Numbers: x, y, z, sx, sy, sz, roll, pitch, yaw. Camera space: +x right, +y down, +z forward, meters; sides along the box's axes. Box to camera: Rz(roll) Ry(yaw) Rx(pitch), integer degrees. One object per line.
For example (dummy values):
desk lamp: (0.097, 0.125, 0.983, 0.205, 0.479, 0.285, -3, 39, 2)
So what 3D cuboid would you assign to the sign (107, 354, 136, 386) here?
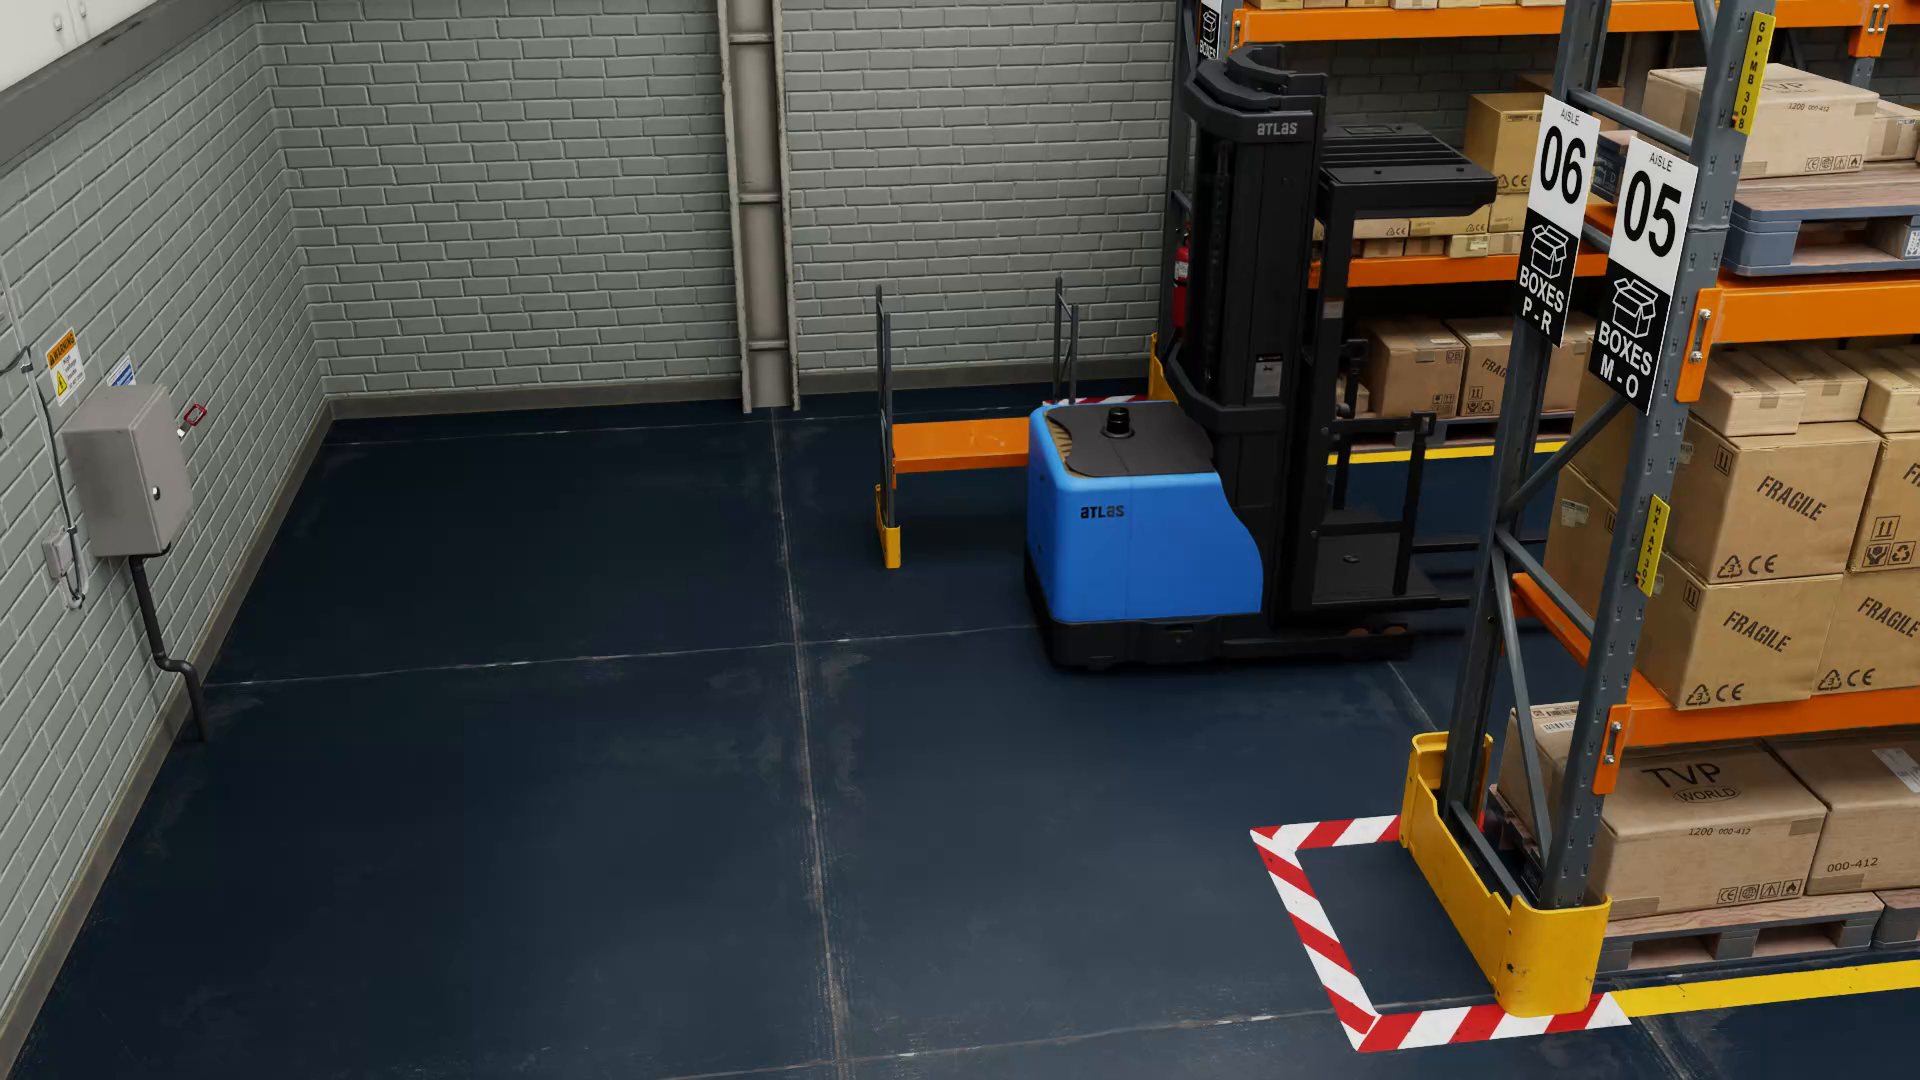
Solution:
sign: (-3.831, -0.569, 7.677, 0.001, 0.494, 0.329, -4, 27, -7)

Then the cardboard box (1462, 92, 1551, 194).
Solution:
cardboard box: (3.448, -2.457, 10.270, 0.500, 0.500, 0.500, -3, 27, -6)

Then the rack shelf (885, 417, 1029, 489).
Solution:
rack shelf: (0.084, -0.513, 9.500, 1.000, 0.185, 0.538, -4, 27, -7)

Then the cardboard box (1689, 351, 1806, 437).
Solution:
cardboard box: (2.561, -0.487, 5.498, 0.250, 0.149, 0.380, -3, 27, -6)

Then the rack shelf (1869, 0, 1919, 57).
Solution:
rack shelf: (7.418, -3.451, 10.693, 4.000, 0.370, 1.077, -4, 27, -7)

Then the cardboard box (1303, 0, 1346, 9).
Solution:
cardboard box: (2.080, -3.222, 9.732, 0.250, 0.149, 0.380, -3, 27, -6)

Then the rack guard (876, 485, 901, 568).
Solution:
rack guard: (-0.418, -0.084, 9.641, 0.087, 0.250, 0.587, -4, 27, -7)

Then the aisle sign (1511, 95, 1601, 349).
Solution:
aisle sign: (2.057, -1.104, 5.767, 0.004, 0.787, 0.394, -4, 27, -7)

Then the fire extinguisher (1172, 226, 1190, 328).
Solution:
fire extinguisher: (1.395, -1.636, 10.147, 0.183, 0.674, 0.296, -4, 27, -7)

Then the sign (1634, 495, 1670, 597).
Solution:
sign: (2.243, 0.019, 5.391, 0.005, 0.325, 0.100, -4, 27, -7)

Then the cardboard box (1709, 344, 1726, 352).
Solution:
cardboard box: (2.499, -0.703, 5.918, 0.250, 0.149, 0.380, -3, 27, -6)

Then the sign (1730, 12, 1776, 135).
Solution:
sign: (2.243, -1.319, 4.705, 0.005, 0.325, 0.100, -4, 27, -7)

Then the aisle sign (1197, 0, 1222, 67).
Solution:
aisle sign: (1.449, -3.075, 9.609, 0.004, 0.787, 0.394, -4, 27, -7)

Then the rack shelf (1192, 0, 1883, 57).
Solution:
rack shelf: (3.457, -3.197, 10.197, 4.000, 0.370, 1.077, -4, 27, -7)

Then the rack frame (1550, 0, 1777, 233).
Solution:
rack frame: (2.171, -2.481, 4.727, 0.127, 3.000, 1.000, -4, 27, -7)

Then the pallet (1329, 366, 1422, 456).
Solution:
pallet: (2.341, -0.870, 11.215, 1.213, 0.211, 1.003, -4, 27, -7)

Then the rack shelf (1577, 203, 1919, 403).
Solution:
rack shelf: (4.152, -0.953, 5.824, 4.000, 0.370, 1.077, -4, 27, -7)

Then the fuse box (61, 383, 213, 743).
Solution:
fuse box: (-3.557, 0.172, 7.540, 0.414, 1.711, 0.539, -4, 27, -7)

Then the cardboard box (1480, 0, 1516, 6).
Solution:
cardboard box: (3.092, -3.263, 9.813, 0.250, 0.149, 0.380, -4, 27, -8)

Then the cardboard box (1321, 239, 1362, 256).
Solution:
cardboard box: (2.341, -1.910, 10.461, 0.250, 0.149, 0.380, -4, 27, -8)

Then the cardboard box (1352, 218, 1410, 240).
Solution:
cardboard box: (2.462, -2.060, 10.317, 0.500, 0.250, 0.500, -3, 27, -7)

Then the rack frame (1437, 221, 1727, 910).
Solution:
rack frame: (2.171, 0.189, 6.097, 0.127, 3.000, 1.000, -4, 27, -7)

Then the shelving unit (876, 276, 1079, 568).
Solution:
shelving unit: (0.075, -0.672, 9.417, 1.083, 1.500, 0.587, -4, 27, -7)

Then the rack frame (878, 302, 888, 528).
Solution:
rack frame: (-0.419, -0.641, 9.357, 0.013, 1.308, 0.475, -4, 27, -7)

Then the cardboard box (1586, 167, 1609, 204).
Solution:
cardboard box: (3.977, -2.168, 10.528, 0.500, 0.250, 0.500, -4, 27, -7)

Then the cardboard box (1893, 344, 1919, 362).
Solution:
cardboard box: (3.342, -0.525, 5.573, 0.250, 0.149, 0.380, -5, 28, -9)

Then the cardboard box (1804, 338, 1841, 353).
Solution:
cardboard box: (2.991, -0.784, 6.077, 0.250, 0.149, 0.380, -4, 27, -8)

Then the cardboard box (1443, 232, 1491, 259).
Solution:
cardboard box: (3.122, -1.900, 10.442, 0.250, 0.149, 0.380, -4, 27, -9)

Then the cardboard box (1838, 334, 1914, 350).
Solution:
cardboard box: (3.246, -0.782, 6.072, 0.250, 0.149, 0.380, -3, 27, -6)

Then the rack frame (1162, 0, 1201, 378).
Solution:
rack frame: (1.476, -2.054, 10.466, 0.053, 2.616, 0.949, -4, 27, -7)

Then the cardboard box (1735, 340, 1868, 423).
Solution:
cardboard box: (2.811, -0.536, 5.593, 0.250, 0.149, 0.380, -3, 27, -6)

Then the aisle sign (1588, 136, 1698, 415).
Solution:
aisle sign: (2.140, -0.832, 5.239, 0.004, 0.787, 0.394, -4, 27, -7)

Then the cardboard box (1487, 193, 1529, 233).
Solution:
cardboard box: (3.467, -2.136, 10.465, 0.500, 0.250, 0.500, -4, 27, -8)

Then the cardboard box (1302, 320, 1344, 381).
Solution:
cardboard box: (2.095, -1.127, 10.936, 0.637, 0.503, 0.797, -5, 28, -9)

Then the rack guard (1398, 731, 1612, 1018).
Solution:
rack guard: (2.147, 1.302, 6.664, 0.348, 0.500, 1.175, -4, 27, -7)

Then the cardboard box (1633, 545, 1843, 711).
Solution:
cardboard box: (2.687, 0.243, 5.880, 0.500, 0.500, 0.500, -4, 27, -8)

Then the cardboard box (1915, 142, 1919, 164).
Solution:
cardboard box: (3.281, -1.231, 5.283, 0.250, 0.149, 0.380, -3, 27, -5)

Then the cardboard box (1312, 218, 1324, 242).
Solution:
cardboard box: (1.963, -2.028, 10.255, 0.500, 0.250, 0.500, -4, 27, -7)

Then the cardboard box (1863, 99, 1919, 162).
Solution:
cardboard box: (3.008, -1.398, 5.608, 0.250, 0.149, 0.380, -6, 28, -11)

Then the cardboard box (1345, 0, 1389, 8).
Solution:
cardboard box: (2.336, -3.230, 9.749, 0.250, 0.149, 0.380, -4, 27, -7)

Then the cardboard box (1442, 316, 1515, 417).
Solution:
cardboard box: (3.484, -1.151, 10.986, 0.500, 0.500, 0.500, -3, 27, -6)

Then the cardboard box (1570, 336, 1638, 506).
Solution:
cardboard box: (2.615, -0.439, 6.115, 0.500, 0.500, 0.500, -3, 27, -5)

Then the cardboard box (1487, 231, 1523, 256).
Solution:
cardboard box: (3.380, -1.926, 10.492, 0.250, 0.149, 0.380, -3, 27, -6)

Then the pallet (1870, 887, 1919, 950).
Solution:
pallet: (4.158, 1.267, 7.050, 1.213, 0.211, 1.003, -4, 27, -7)

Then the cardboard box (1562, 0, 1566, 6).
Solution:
cardboard box: (3.602, -3.265, 9.816, 0.250, 0.149, 0.380, -3, 27, -6)

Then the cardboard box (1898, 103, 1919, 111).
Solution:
cardboard box: (6.460, -2.503, 10.774, 0.500, 0.500, 0.700, -3, 27, -7)

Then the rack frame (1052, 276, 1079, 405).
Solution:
rack frame: (0.588, -0.705, 9.481, 0.032, 1.500, 0.500, -4, 27, -7)

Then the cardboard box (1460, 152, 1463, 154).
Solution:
cardboard box: (3.414, -2.365, 10.911, 0.500, 0.250, 0.500, -4, 27, -7)

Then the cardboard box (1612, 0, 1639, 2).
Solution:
cardboard box: (3.851, -3.312, 9.909, 0.250, 0.149, 0.380, -3, 27, -7)

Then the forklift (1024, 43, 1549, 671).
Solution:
forklift: (1.905, -0.919, 8.331, 3.031, 2.935, 1.130, -3, 27, -6)

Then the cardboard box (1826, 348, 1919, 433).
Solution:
cardboard box: (3.084, -0.500, 5.524, 0.250, 0.149, 0.380, -3, 27, -6)
